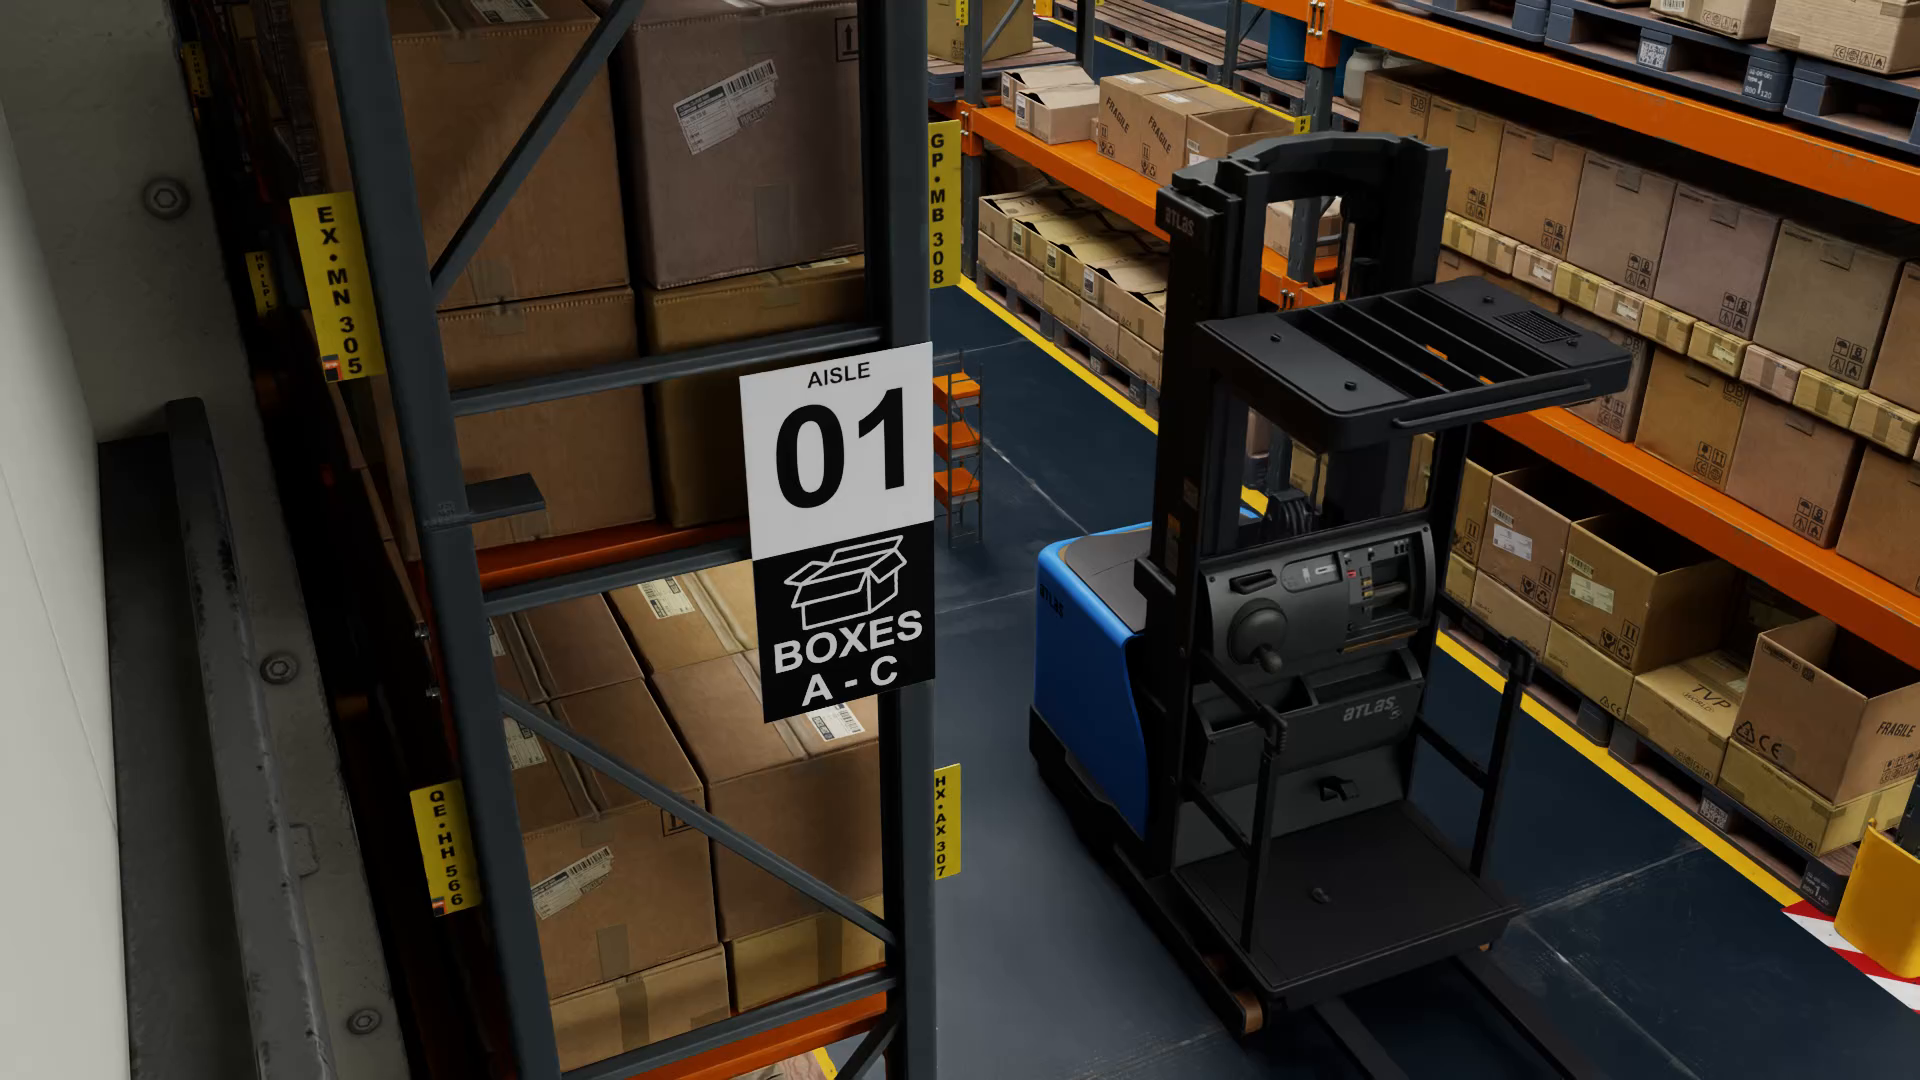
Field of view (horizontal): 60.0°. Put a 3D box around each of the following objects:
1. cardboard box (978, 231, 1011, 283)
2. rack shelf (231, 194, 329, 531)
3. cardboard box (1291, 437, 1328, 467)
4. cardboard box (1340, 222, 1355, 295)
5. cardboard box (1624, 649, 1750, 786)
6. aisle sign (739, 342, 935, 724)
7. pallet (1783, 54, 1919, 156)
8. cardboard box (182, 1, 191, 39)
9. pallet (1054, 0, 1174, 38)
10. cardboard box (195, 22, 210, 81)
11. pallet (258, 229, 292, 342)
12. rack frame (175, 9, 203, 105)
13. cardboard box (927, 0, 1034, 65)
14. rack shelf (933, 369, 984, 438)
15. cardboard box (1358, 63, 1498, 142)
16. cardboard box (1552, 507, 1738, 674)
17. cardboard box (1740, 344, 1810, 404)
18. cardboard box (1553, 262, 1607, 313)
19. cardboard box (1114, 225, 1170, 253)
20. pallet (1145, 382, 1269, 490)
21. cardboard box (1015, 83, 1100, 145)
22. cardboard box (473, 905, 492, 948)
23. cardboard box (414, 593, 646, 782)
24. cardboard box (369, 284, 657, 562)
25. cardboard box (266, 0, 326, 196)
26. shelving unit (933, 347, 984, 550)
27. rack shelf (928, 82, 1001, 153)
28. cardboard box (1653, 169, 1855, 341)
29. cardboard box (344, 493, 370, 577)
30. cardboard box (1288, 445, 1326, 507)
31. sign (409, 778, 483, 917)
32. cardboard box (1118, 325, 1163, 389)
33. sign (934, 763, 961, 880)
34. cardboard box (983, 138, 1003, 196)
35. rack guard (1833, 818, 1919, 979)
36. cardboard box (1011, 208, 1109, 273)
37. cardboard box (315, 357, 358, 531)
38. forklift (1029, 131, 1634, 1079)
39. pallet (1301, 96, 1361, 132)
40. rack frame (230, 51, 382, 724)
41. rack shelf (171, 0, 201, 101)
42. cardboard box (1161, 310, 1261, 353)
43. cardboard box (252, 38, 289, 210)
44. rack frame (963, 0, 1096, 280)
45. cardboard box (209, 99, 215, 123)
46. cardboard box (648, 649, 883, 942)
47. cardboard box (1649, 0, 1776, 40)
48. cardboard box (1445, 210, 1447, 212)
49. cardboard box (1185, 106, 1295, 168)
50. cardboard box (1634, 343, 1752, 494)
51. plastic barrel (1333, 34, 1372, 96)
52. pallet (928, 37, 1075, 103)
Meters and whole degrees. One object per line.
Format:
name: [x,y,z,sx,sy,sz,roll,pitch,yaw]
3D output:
cardboard box: [0.463,-2.102,12.146,0.500,0.250,0.500,-13,32,-22]
rack shelf: [-3.110,-1.173,8.841,1.077,0.370,4.000,-13,32,-22]
cardboard box: [2.137,-0.685,8.851,0.500,0.500,0.500,-13,32,-22]
cardboard box: [2.417,-1.494,8.576,0.700,0.500,0.500,-14,32,-23]
cardboard box: [3.216,0.745,7.067,0.500,0.250,0.500,-13,32,-22]
aisle sign: [-0.232,-0.001,3.358,0.394,0.787,0.004,-13,32,-22]
pallet: [3.658,-1.465,5.651,1.003,0.211,1.213,-13,32,-22]
cardboard box: [-5.490,-3.831,12.419,0.500,0.500,0.500,-13,32,-21]
pallet: [1.864,-6.395,20.270,1.003,0.211,1.213,-13,32,-22]
cardboard box: [-4.398,-3.025,10.215,0.500,0.250,0.500,-12,31,-21]
pallet: [-3.082,-1.420,8.744,1.003,0.211,1.213,-13,32,-22]
rack frame: [-7.403,-5.904,16.543,1.000,3.000,0.127,-13,32,-22]
cardboard box: [0.132,-3.893,12.425,0.700,0.500,0.500,-26,38,-38]
rack shelf: [-0.023,-0.720,8.733,0.215,0.259,0.240,-13,32,-22]
cardboard box: [2.417,-2.059,8.259,0.700,0.500,0.500,-13,32,-22]
cardboard box: [2.997,0.198,7.276,0.500,0.500,0.500,-13,32,-22]
cardboard box: [3.272,-0.673,6.449,0.380,0.149,0.250,-13,32,-21]
cardboard box: [2.830,-1.128,7.261,0.380,0.149,0.250,-13,32,-22]
cardboard box: [1.394,-2.009,11.405,0.500,0.311,0.500,-13,32,-22]
pallet: [1.869,-0.746,10.195,1.003,0.211,1.213,-13,32,-22]
cardboard box: [0.713,-2.937,11.343,0.500,0.311,0.500,-13,32,-23]
cardboard box: [-1.142,0.828,4.672,0.500,0.250,0.500,-12,31,-21]
cardboard box: [-1.136,0.506,4.479,0.500,0.500,0.500,-13,32,-21]
cardboard box: [-0.942,-0.328,3.410,0.500,0.500,0.500,-11,31,-18]
cardboard box: [-1.200,-1.007,3.598,0.500,0.500,0.500,-11,31,-19]
shelving unit: [-0.023,-0.482,8.867,0.215,1.050,0.252,-13,32,-22]
rack shelf: [-0.355,-3.981,13.850,1.077,0.370,4.000,-13,32,-22]
cardboard box: [3.279,-1.173,6.678,0.700,0.500,0.500,-13,32,-22]
cardboard box: [-2.012,-0.072,6.276,0.500,0.250,0.500,-14,32,-24]
cardboard box: [2.146,-0.360,9.038,0.500,0.250,0.500,-13,32,-22]
sign: [-1.044,0.629,3.386,0.100,0.325,0.005,-13,32,-22]
cardboard box: [1.346,-1.201,10.537,0.500,0.250,0.500,-12,32,-21]
sign: [-0.044,0.672,3.930,0.100,0.325,0.005,-13,32,-22]
cardboard box: [0.337,-3.004,13.478,0.500,0.500,0.500,-14,32,-24]
rack guard: [3.948,1.223,6.389,1.175,0.500,0.348,-13,32,-22]
cardboard box: [0.696,-2.117,11.598,0.500,0.311,0.500,-14,32,-23]
cardboard box: [-2.020,-0.393,6.081,0.500,0.500,0.500,-13,32,-22]
forklift: [1.354,0.246,5.647,1.130,2.935,3.031,-12,31,-20]
pallet: [4.083,-4.111,16.198,1.003,0.211,1.213,-13,32,-22]
rack frame: [-2.251,-0.603,7.090,1.000,3.000,0.127,-13,32,-22]
rack shelf: [-6.544,-4.707,15.143,1.077,0.370,4.000,-13,32,-22]
cardboard box: [1.559,-1.220,9.999,0.500,0.311,0.500,-12,32,-21]
cardboard box: [-1.804,-1.237,5.031,0.500,0.500,0.500,-13,32,-22]
rack frame: [0.504,-3.412,12.099,1.000,3.000,0.127,-13,32,-22]
cardboard box: [-4.614,-2.931,10.814,0.500,0.500,0.500,-13,32,-23]
cardboard box: [-0.468,0.620,4.276,0.500,0.500,0.500,-13,32,-22]
cardboard box: [2.967,-2.090,6.194,0.500,0.311,0.500,-9,31,-16]
cardboard box: [2.382,-1.587,8.080,0.380,0.149,0.250,-14,32,-23]
cardboard box: [1.680,-2.264,9.949,0.500,0.500,0.500,-11,31,-18]
cardboard box: [3.312,-0.582,6.950,0.700,0.500,0.500,-13,32,-22]
plastic barrel: [3.784,-4.928,16.519,0.600,0.901,0.708,-13,32,-22]
pallet: [0.149,-3.613,12.653,1.213,0.211,1.003,-13,32,-22]
